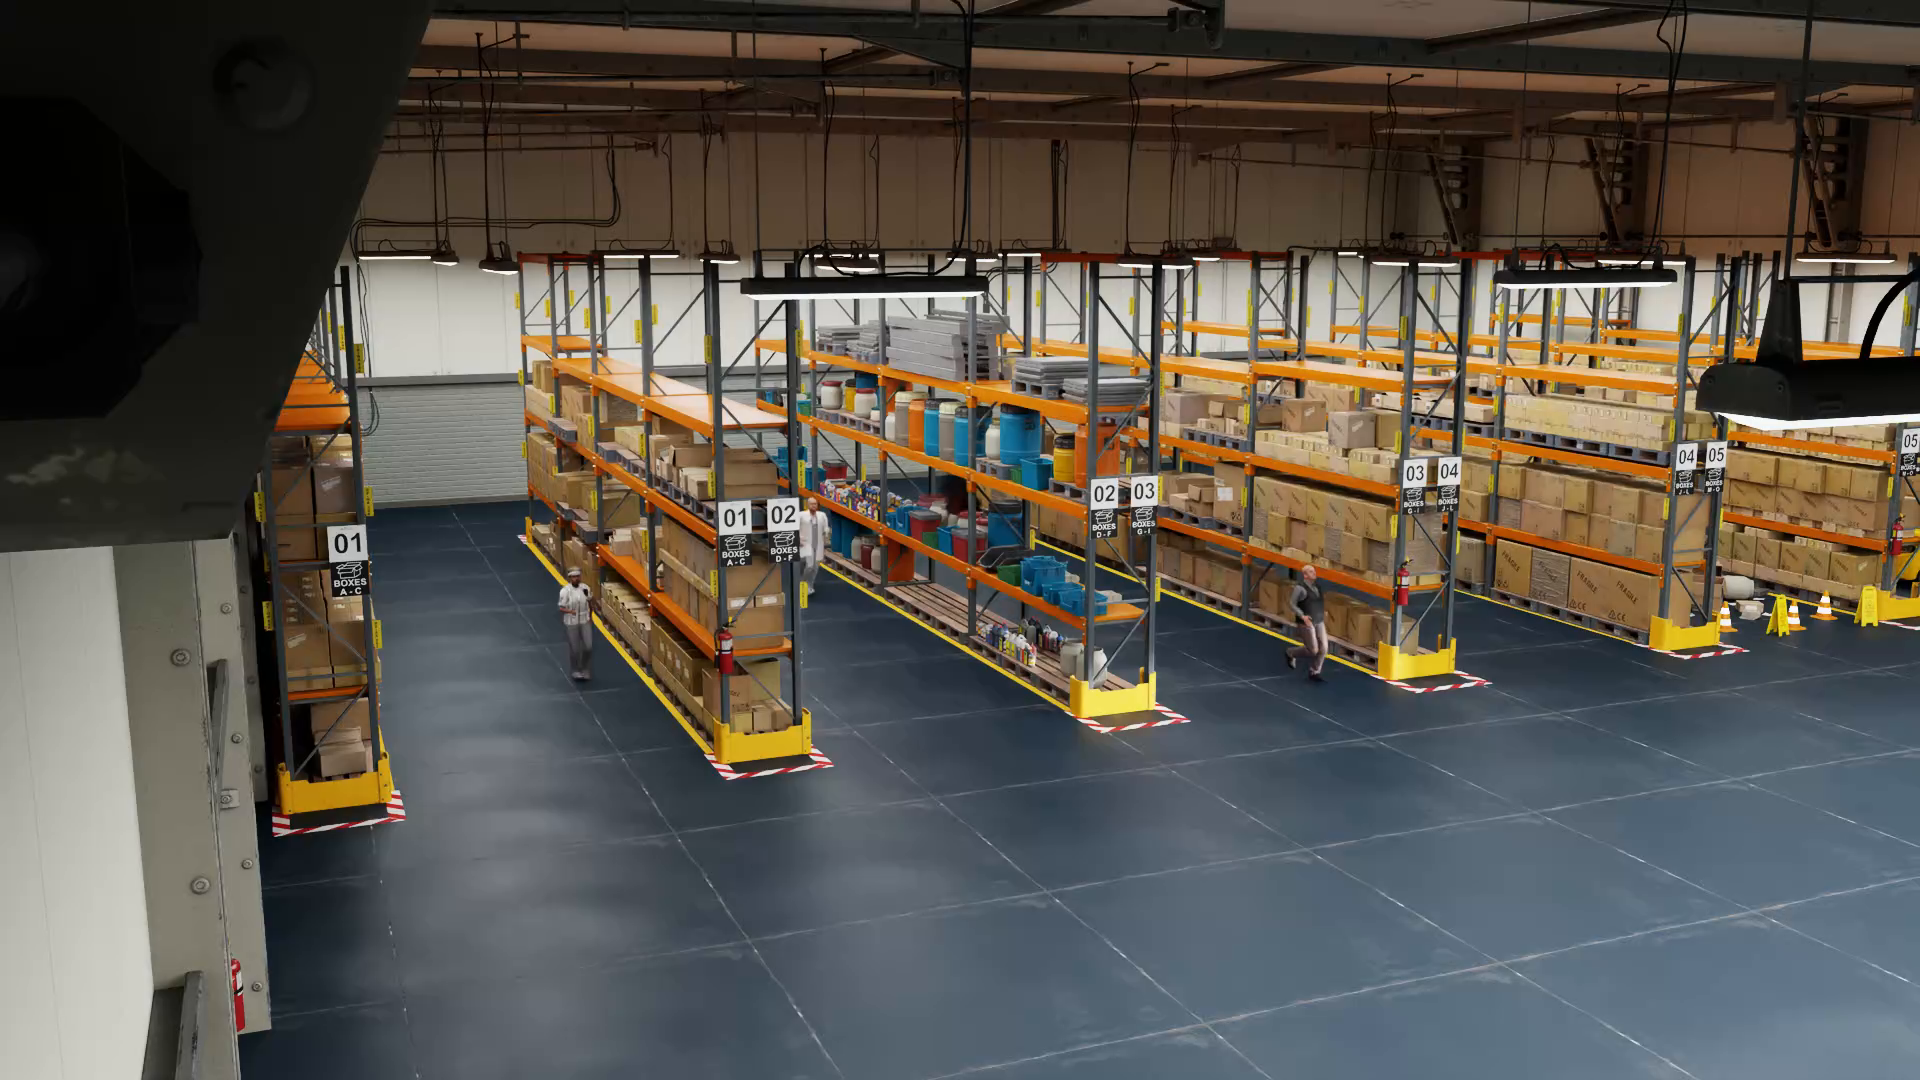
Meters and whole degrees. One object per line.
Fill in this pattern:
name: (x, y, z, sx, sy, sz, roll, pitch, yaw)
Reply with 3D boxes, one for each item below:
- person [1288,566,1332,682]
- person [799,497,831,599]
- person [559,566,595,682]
person: (5.046, 1.192, 23.875, 0.649, 1.662, 0.581, -8, 13, -37)
person: (-2.606, 0.143, 29.397, 0.662, 1.807, 0.791, -5, 11, -24)
person: (-5.435, 1.212, 23.775, 0.556, 1.717, 0.647, -5, 11, -25)
